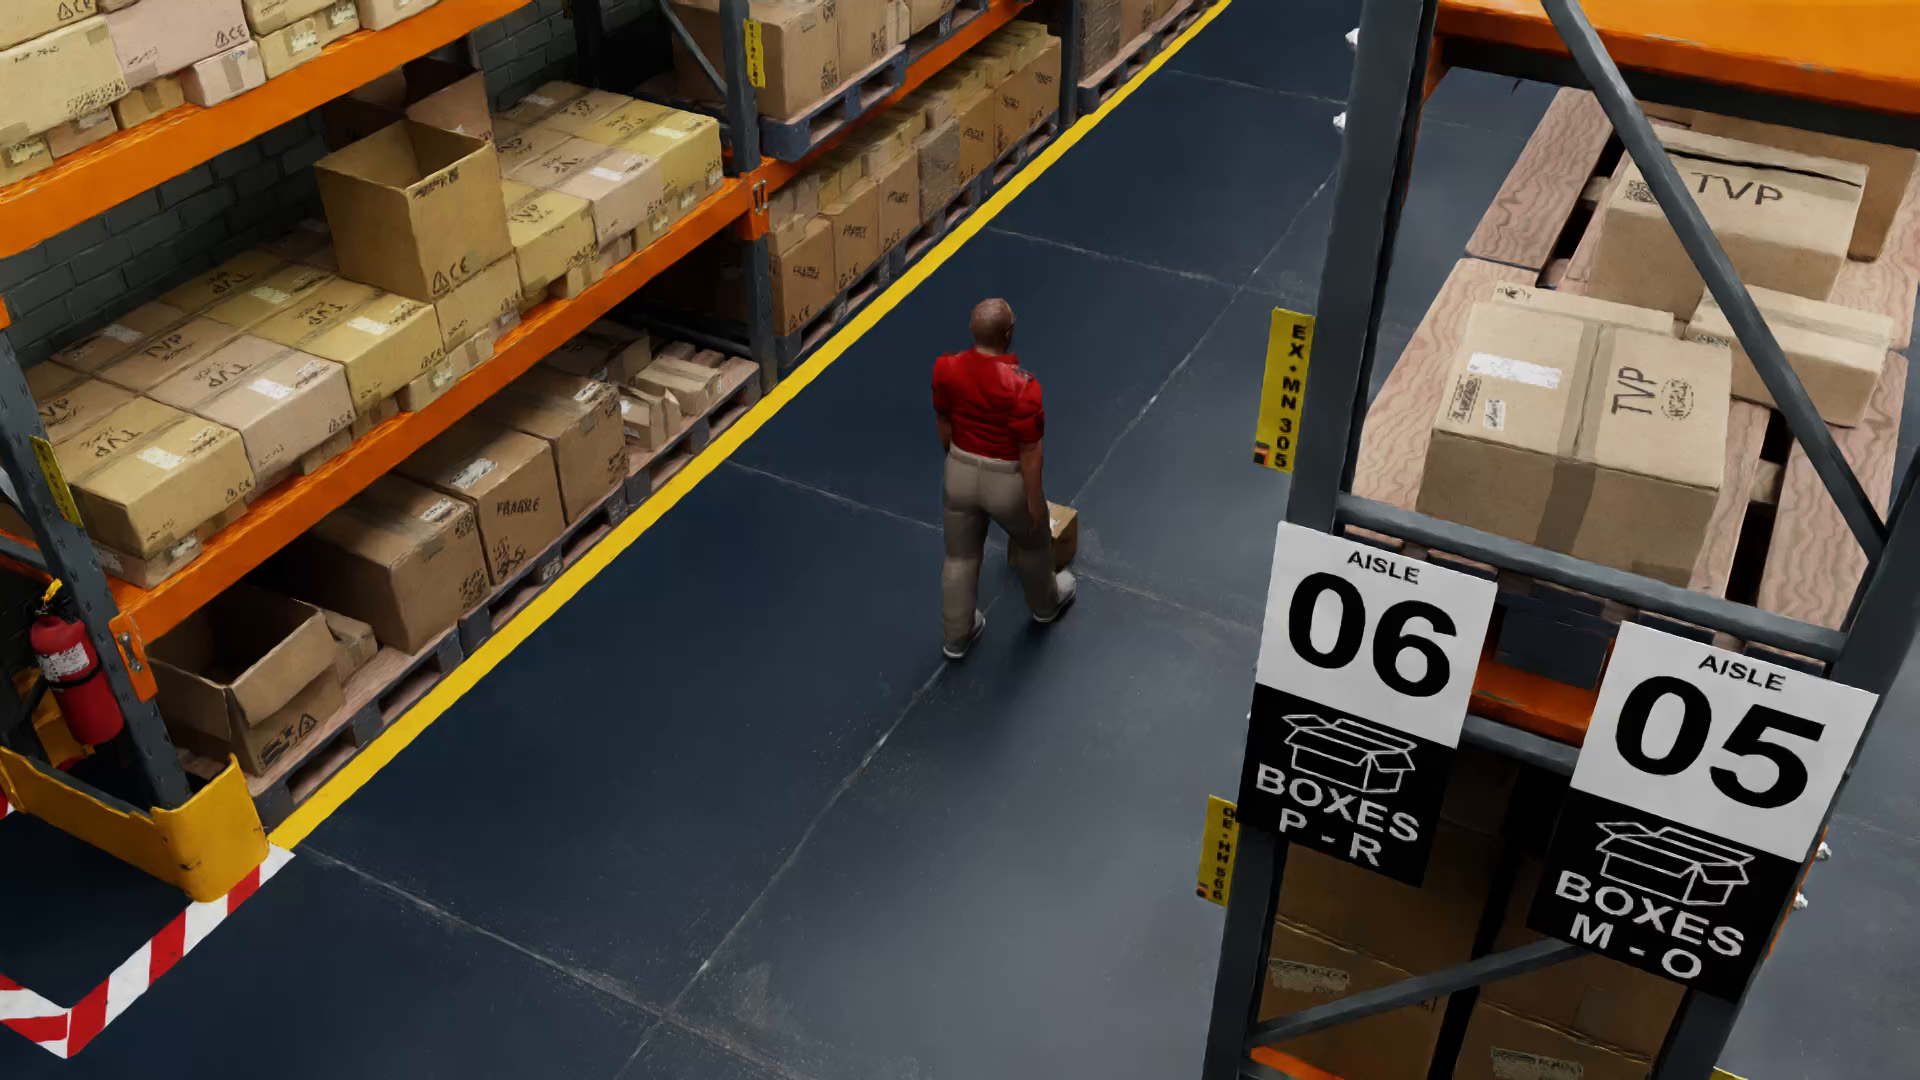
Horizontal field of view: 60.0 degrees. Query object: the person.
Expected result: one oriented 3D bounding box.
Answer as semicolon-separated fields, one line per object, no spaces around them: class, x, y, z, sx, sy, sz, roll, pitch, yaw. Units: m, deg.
person;0.142;-0.550;6.910;0.528;1.031;0.342;15;40;19
